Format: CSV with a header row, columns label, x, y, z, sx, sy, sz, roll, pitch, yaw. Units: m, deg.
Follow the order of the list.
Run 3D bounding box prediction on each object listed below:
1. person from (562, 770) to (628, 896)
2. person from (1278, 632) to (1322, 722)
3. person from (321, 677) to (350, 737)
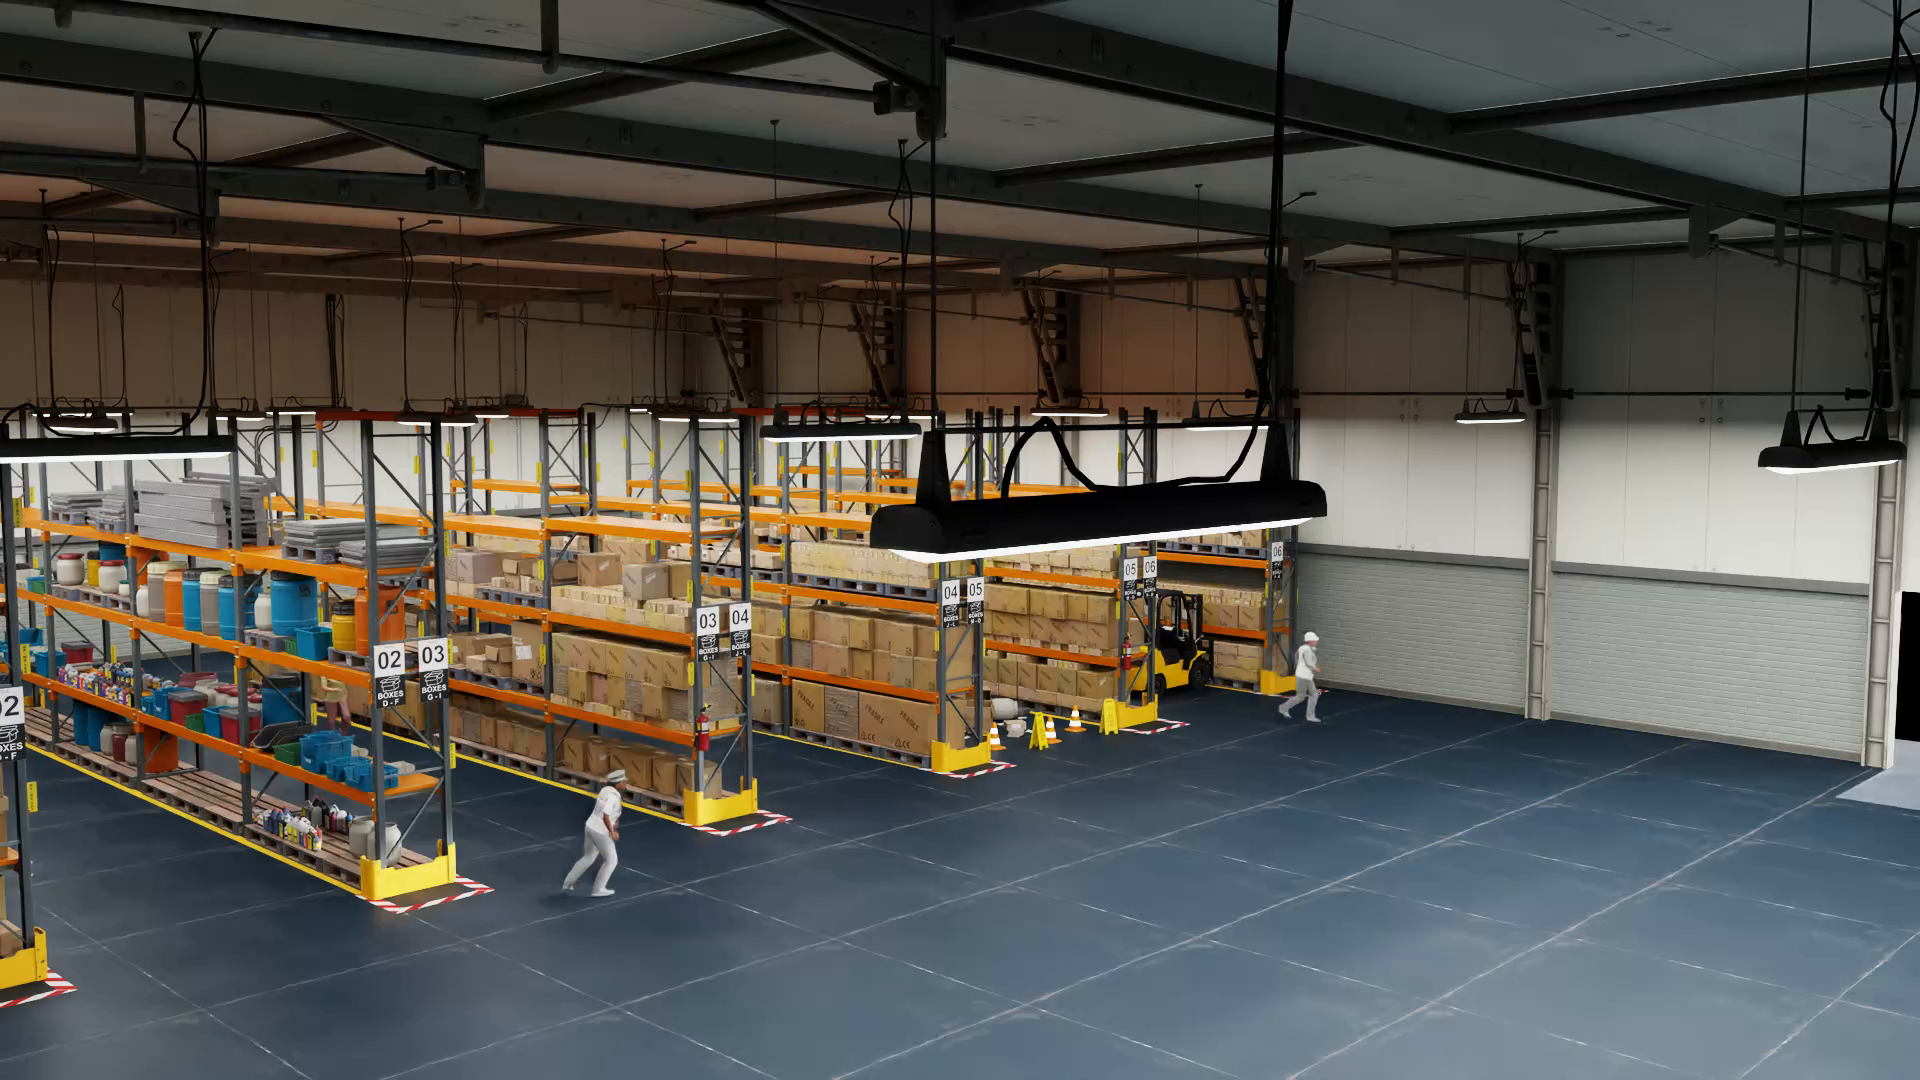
label,x,y,z,sx,sy,sz,roll,pitch,yaw
person,-4.588,3.693,20.921,0.802,1.588,0.607,-3,6,-33
person,6.531,2.631,31.911,0.829,1.750,0.628,1,5,14
person,-11.113,2.881,29.592,0.521,1.691,0.780,-4,7,-39
